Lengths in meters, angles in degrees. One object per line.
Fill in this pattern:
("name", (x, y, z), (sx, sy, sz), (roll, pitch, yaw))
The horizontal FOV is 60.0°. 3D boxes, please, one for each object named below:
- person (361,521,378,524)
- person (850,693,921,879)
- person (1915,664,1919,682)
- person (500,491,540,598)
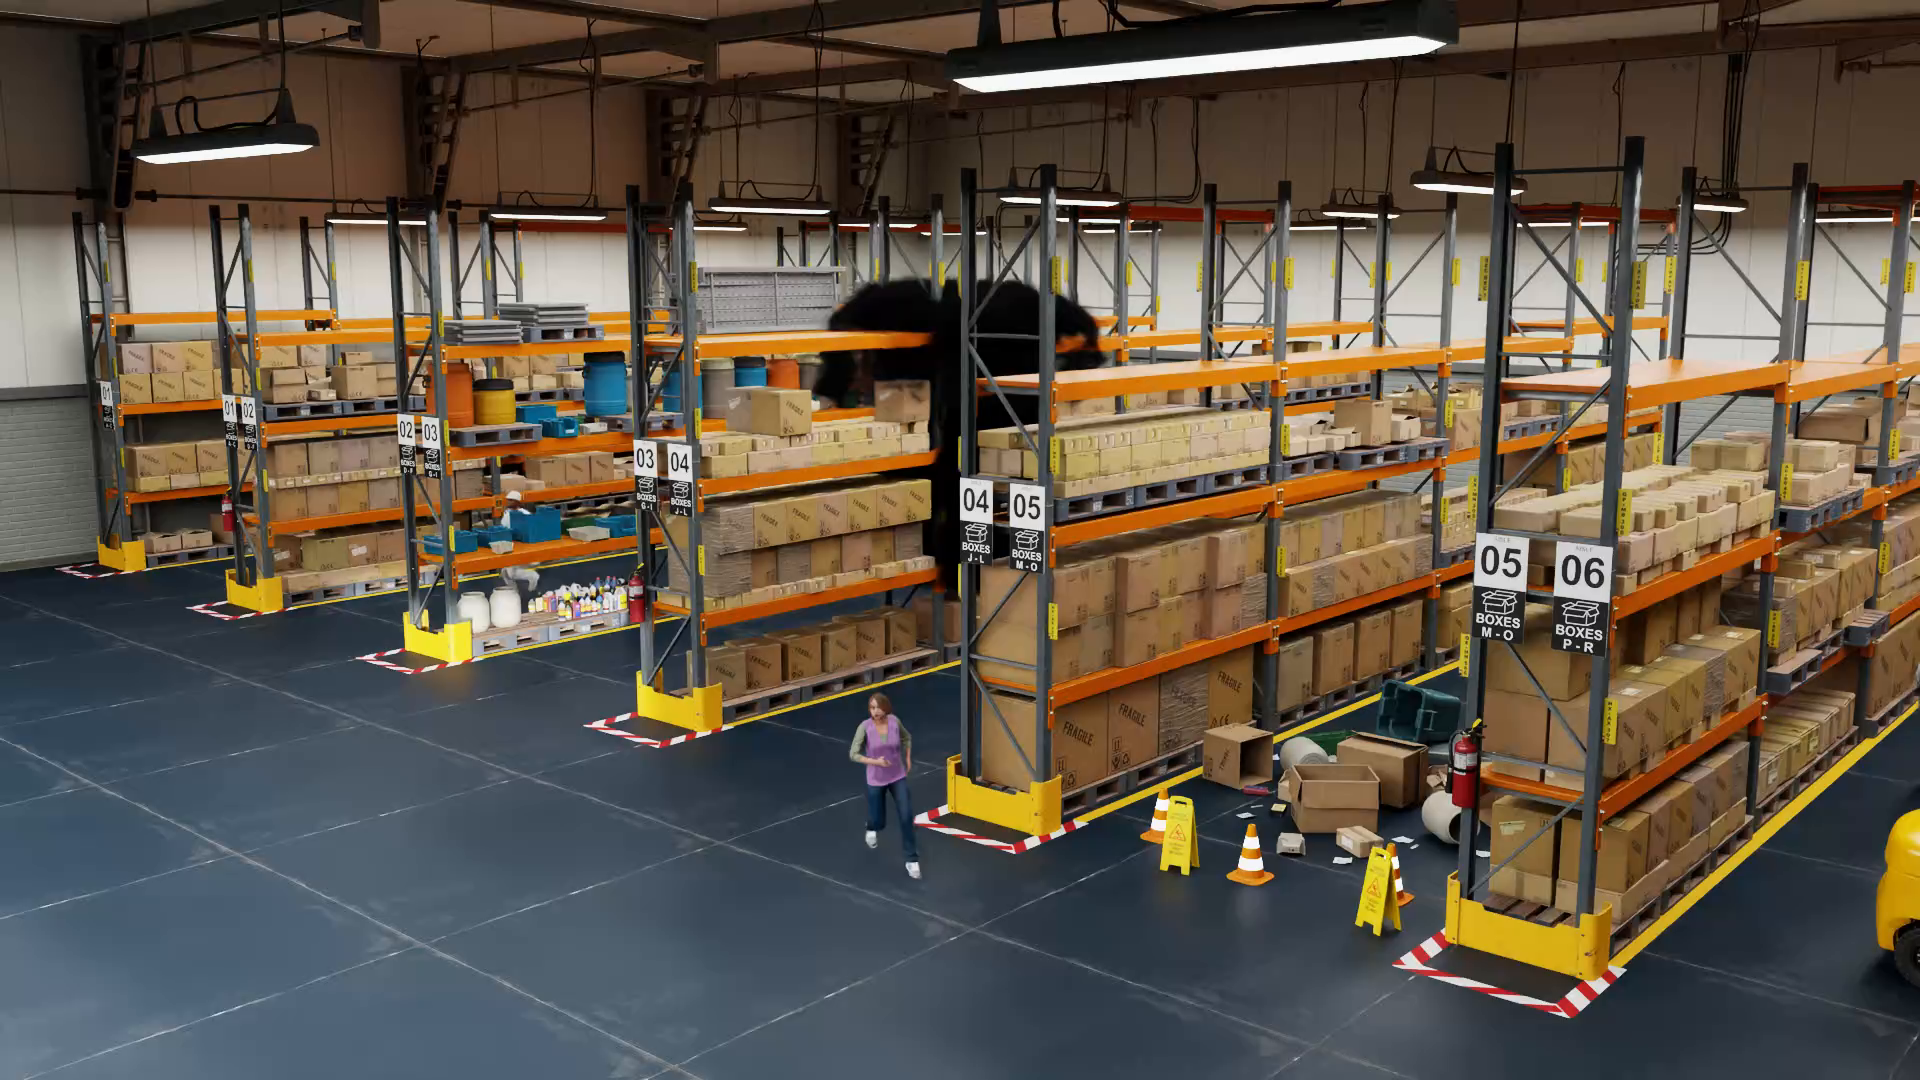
("person", (-10.360, -0.551, 29.412), (0.661, 1.731, 0.585), (6, 11, 34))
("person", (-0.668, 2.076, 14.299), (0.569, 1.559, 0.782), (-2, 10, -14))
("person", (9.826, 1.641, 16.631), (0.521, 1.588, 0.613), (7, 12, 35))
("person", (-6.797, 0.099, 25.524), (0.702, 1.726, 0.598), (7, 11, 34))
